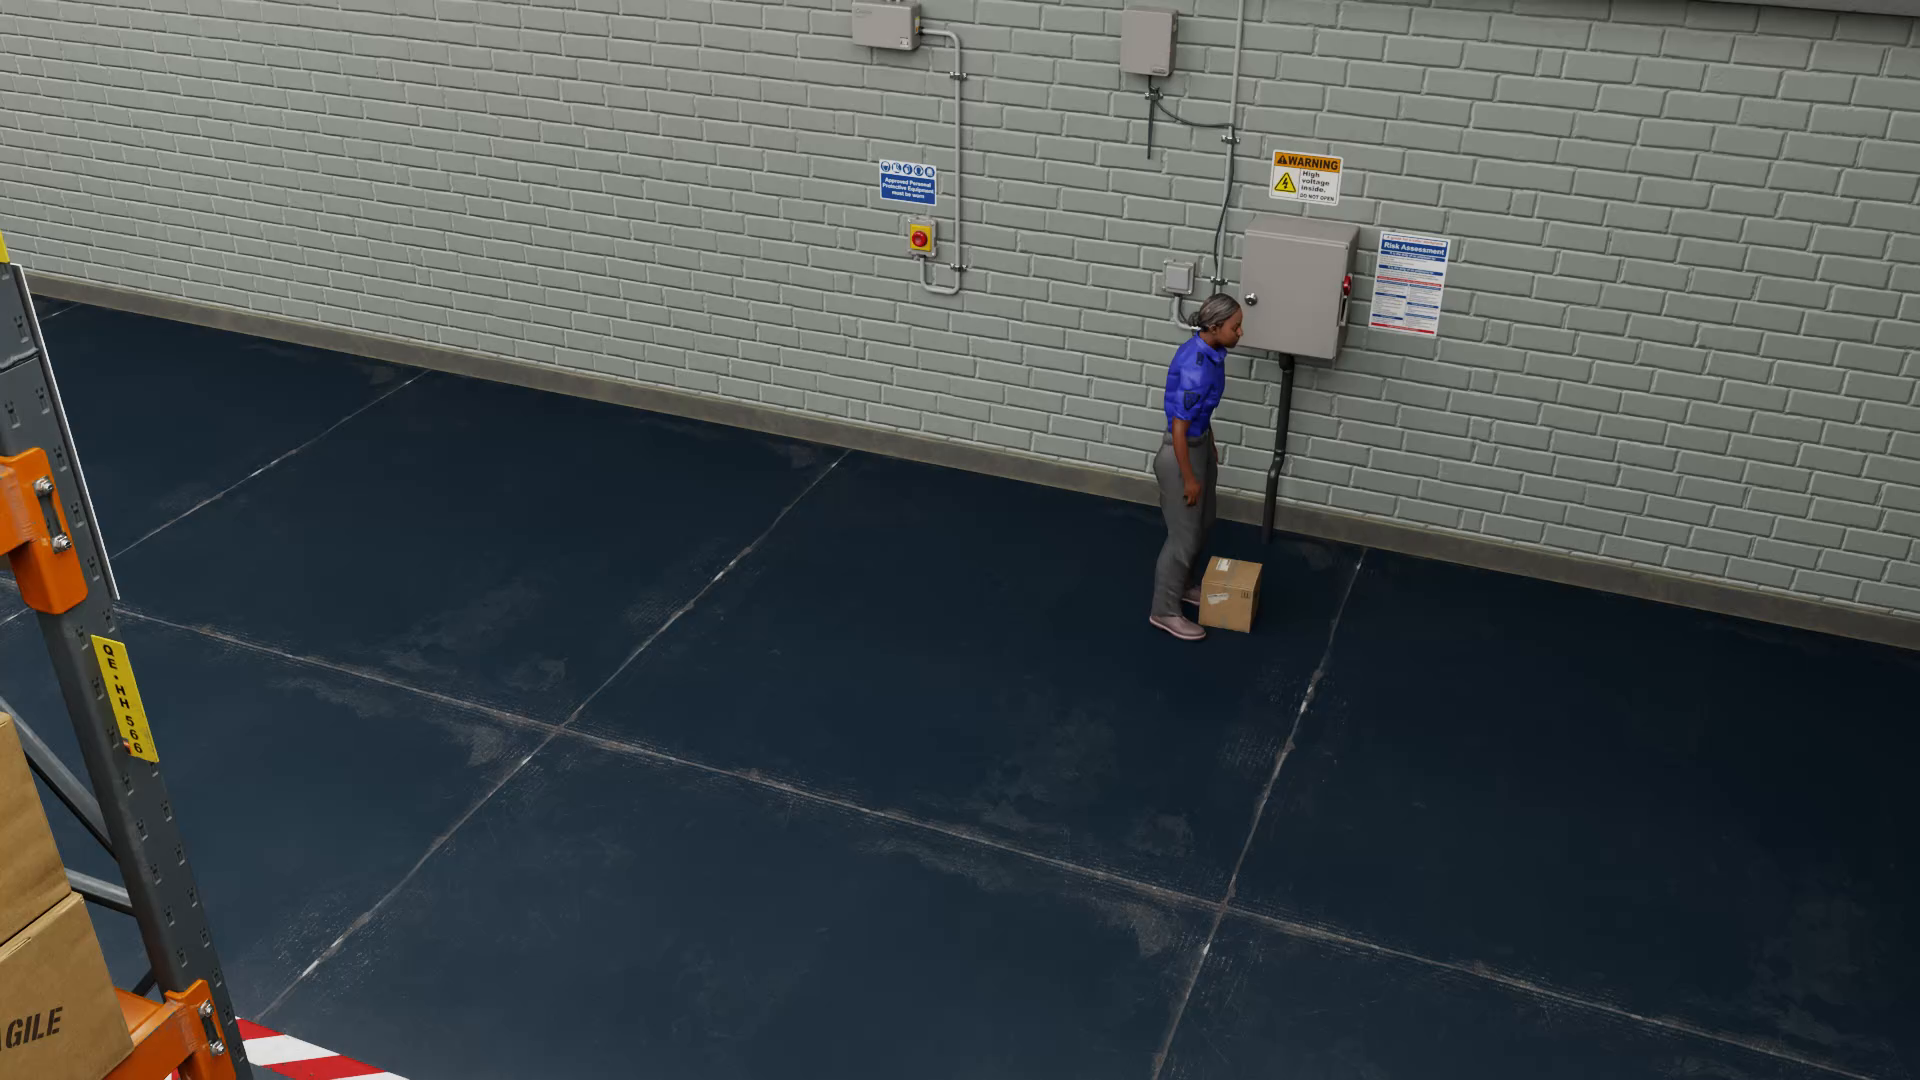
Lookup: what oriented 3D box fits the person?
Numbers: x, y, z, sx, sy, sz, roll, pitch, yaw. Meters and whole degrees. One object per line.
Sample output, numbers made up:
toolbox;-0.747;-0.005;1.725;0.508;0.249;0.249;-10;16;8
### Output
person;1.093;-0.369;7.777;0.348;1.655;0.528;10;31;17
